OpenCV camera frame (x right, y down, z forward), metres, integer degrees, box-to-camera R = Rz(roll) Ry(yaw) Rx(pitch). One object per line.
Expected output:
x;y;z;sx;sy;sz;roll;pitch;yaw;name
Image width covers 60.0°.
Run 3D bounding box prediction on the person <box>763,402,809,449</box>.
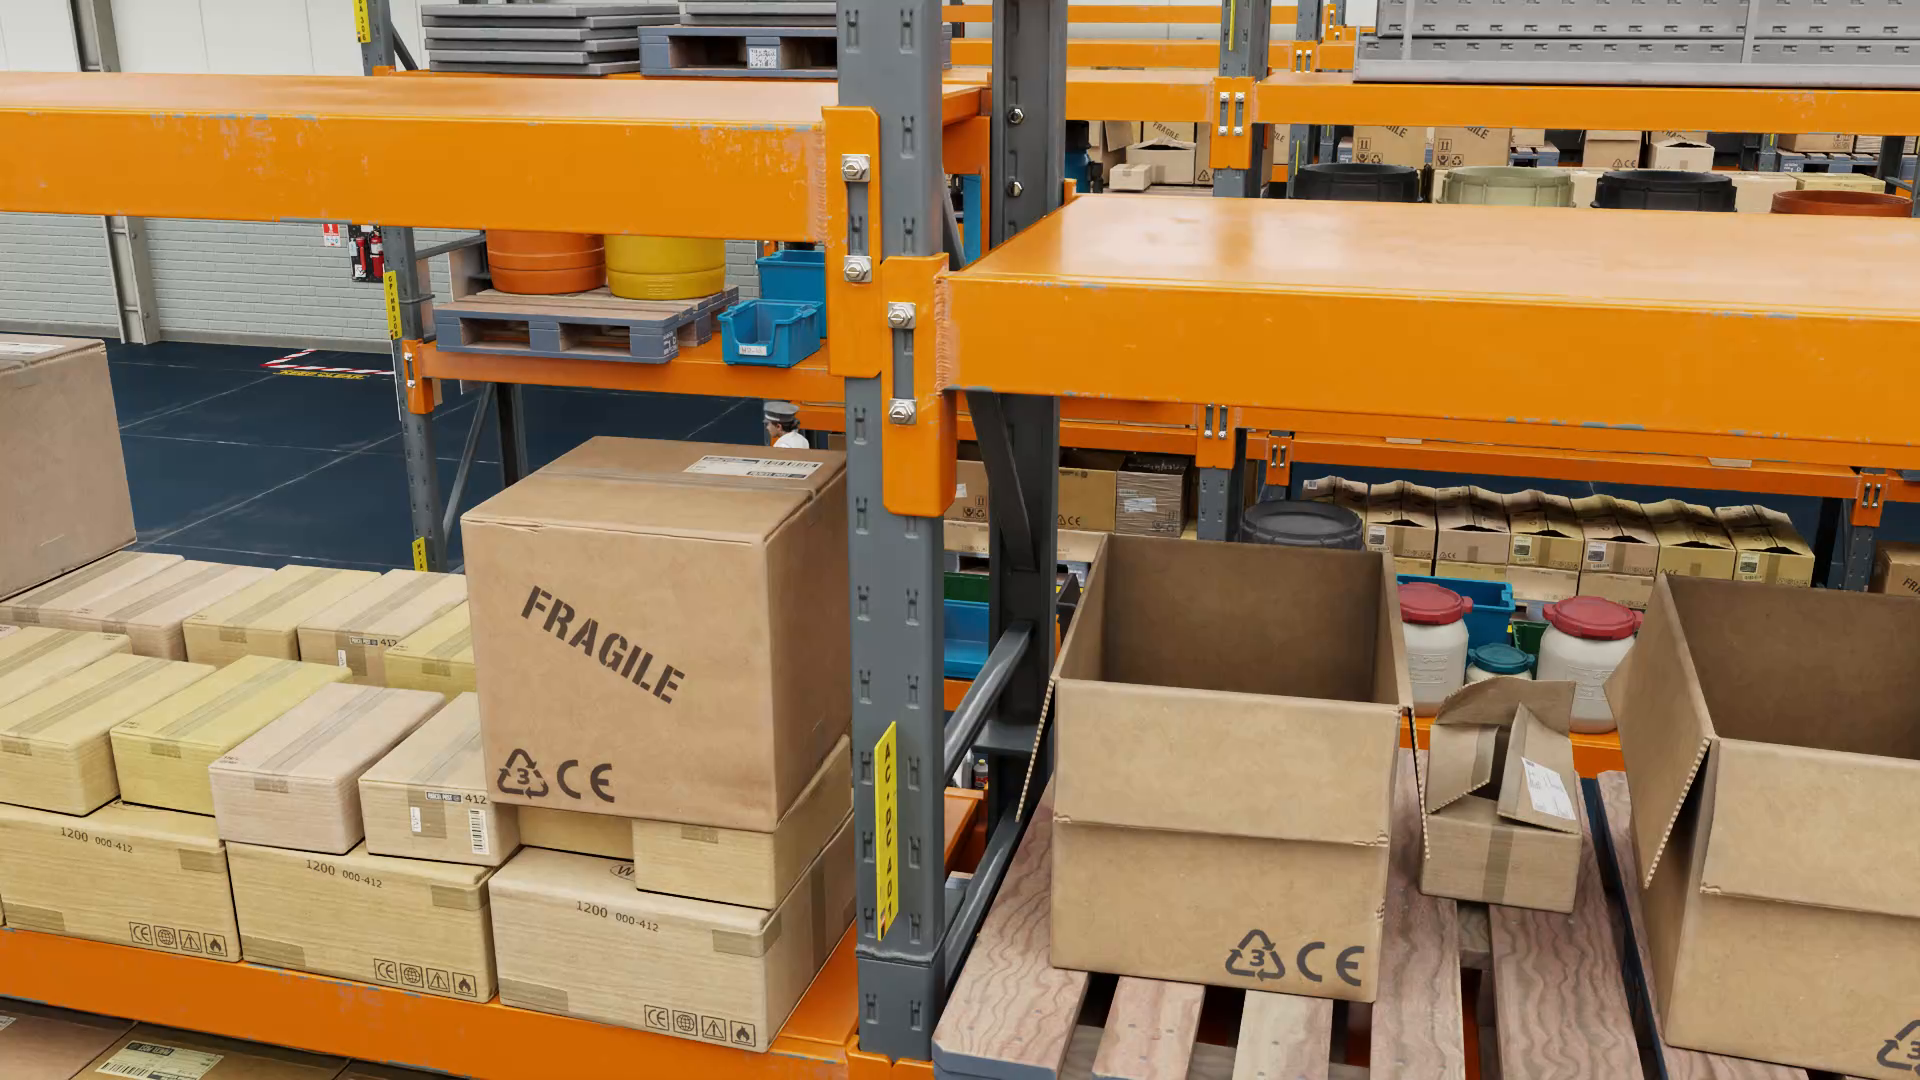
-1.222;-0.185;12.110;0.371;1.663;0.529;5;19;14;person
